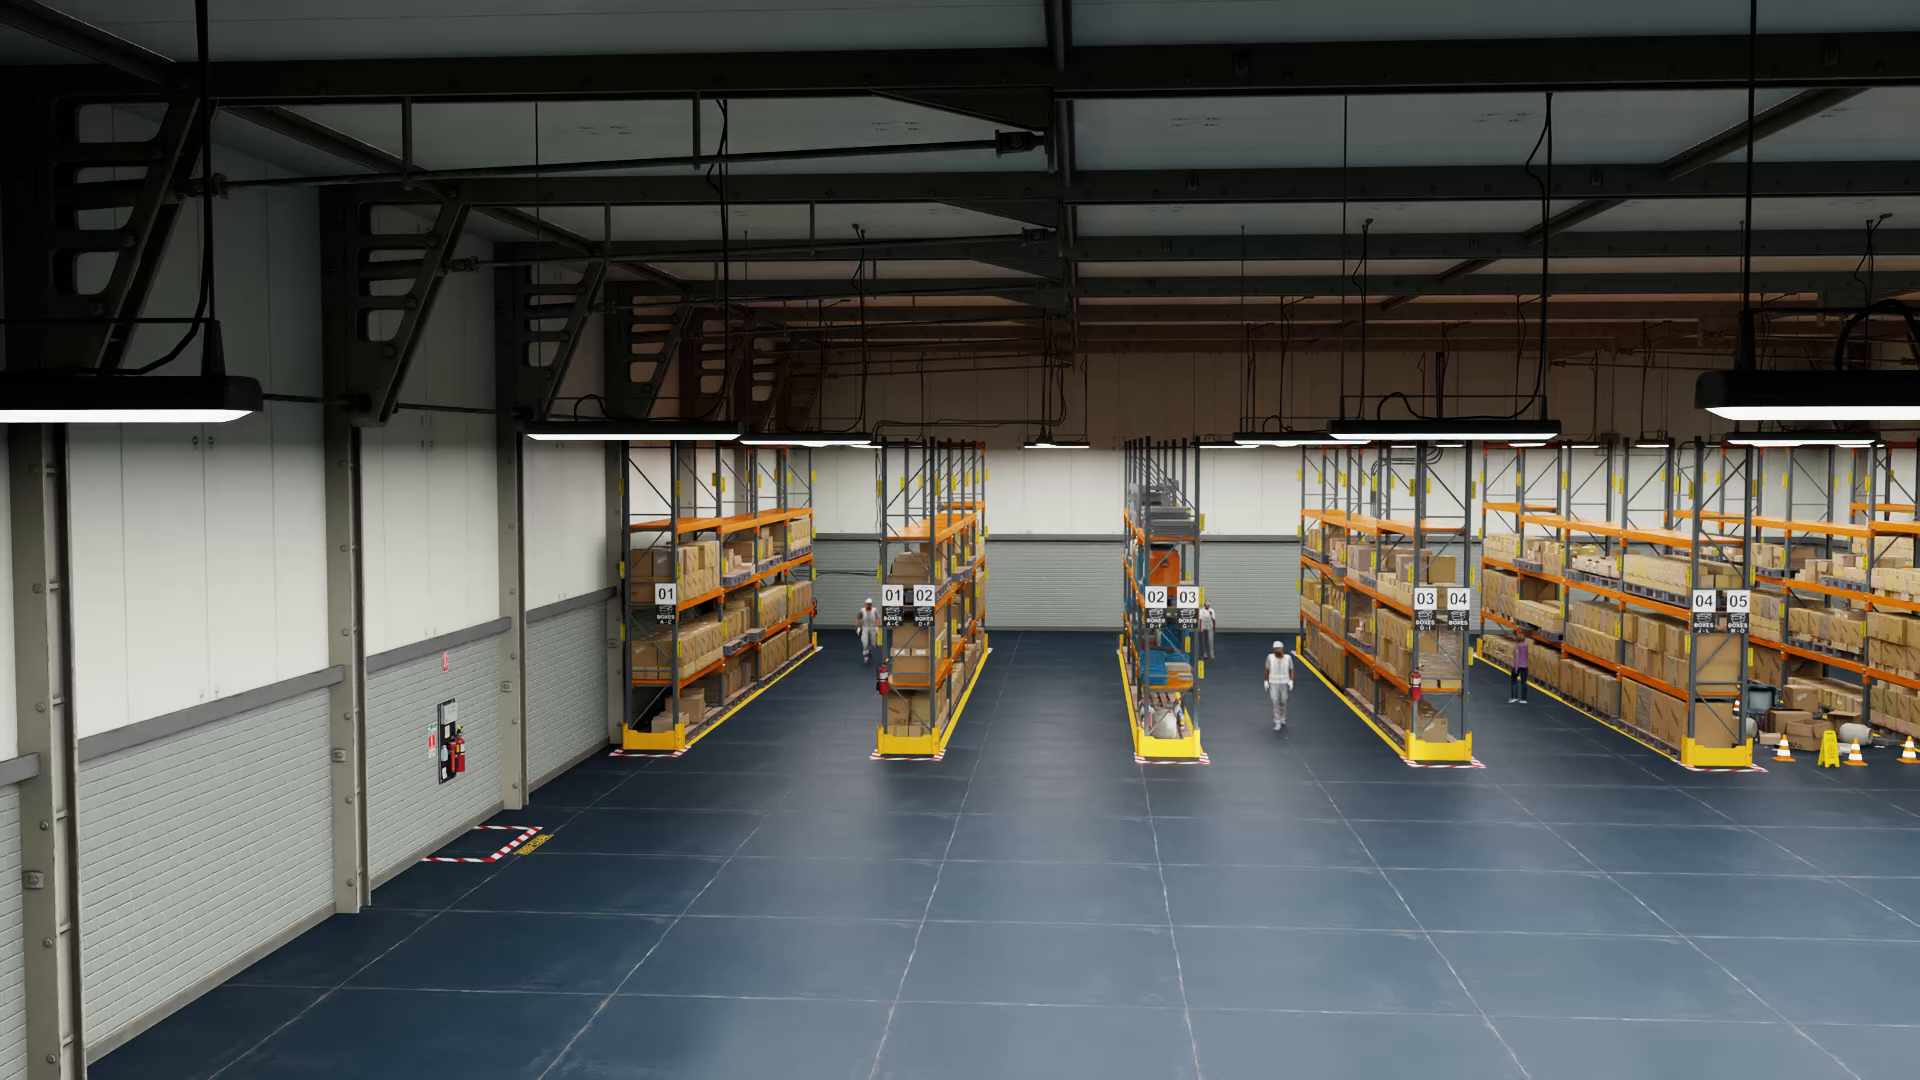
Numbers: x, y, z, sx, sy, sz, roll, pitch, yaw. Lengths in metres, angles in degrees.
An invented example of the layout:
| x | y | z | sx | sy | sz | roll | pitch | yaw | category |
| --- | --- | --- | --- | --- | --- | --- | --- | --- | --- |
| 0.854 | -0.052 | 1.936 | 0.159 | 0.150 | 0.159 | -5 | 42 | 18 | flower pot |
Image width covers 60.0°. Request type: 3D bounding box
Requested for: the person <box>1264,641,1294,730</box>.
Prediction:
| x | y | z | sx | sy | sz | roll | pitch | yaw | category |
| --- | --- | --- | --- | --- | --- | --- | --- | --- | --- |
| 6.627 | 2.995 | 34.464 | 0.584 | 1.791 | 0.809 | 0 | 3 | 5 | person |

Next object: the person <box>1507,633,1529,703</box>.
| x | y | z | sx | sy | sz | roll | pitch | yaw | category |
| --- | --- | --- | --- | --- | --- | --- | --- | --- | --- |
| 12.737 | 2.942 | 37.727 | 0.412 | 1.588 | 0.616 | 0 | 3 | -5 | person |

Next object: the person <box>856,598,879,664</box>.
| x | y | z | sx | sy | sz | roll | pitch | yaw | category |
| --- | --- | --- | --- | --- | --- | --- | --- | --- | --- |
| -2.501 | 2.442 | 45.025 | 0.622 | 1.763 | 0.703 | -1 | 3 | -11 | person |

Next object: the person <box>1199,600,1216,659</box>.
| x | y | z | sx | sy | sz | roll | pitch | yaw | category |
| --- | --- | --- | --- | --- | --- | --- | --- | --- | --- |
| 6.781 | 2.447 | 45.633 | 0.465 | 1.625 | 0.993 | 1 | 3 | 10 | person |
